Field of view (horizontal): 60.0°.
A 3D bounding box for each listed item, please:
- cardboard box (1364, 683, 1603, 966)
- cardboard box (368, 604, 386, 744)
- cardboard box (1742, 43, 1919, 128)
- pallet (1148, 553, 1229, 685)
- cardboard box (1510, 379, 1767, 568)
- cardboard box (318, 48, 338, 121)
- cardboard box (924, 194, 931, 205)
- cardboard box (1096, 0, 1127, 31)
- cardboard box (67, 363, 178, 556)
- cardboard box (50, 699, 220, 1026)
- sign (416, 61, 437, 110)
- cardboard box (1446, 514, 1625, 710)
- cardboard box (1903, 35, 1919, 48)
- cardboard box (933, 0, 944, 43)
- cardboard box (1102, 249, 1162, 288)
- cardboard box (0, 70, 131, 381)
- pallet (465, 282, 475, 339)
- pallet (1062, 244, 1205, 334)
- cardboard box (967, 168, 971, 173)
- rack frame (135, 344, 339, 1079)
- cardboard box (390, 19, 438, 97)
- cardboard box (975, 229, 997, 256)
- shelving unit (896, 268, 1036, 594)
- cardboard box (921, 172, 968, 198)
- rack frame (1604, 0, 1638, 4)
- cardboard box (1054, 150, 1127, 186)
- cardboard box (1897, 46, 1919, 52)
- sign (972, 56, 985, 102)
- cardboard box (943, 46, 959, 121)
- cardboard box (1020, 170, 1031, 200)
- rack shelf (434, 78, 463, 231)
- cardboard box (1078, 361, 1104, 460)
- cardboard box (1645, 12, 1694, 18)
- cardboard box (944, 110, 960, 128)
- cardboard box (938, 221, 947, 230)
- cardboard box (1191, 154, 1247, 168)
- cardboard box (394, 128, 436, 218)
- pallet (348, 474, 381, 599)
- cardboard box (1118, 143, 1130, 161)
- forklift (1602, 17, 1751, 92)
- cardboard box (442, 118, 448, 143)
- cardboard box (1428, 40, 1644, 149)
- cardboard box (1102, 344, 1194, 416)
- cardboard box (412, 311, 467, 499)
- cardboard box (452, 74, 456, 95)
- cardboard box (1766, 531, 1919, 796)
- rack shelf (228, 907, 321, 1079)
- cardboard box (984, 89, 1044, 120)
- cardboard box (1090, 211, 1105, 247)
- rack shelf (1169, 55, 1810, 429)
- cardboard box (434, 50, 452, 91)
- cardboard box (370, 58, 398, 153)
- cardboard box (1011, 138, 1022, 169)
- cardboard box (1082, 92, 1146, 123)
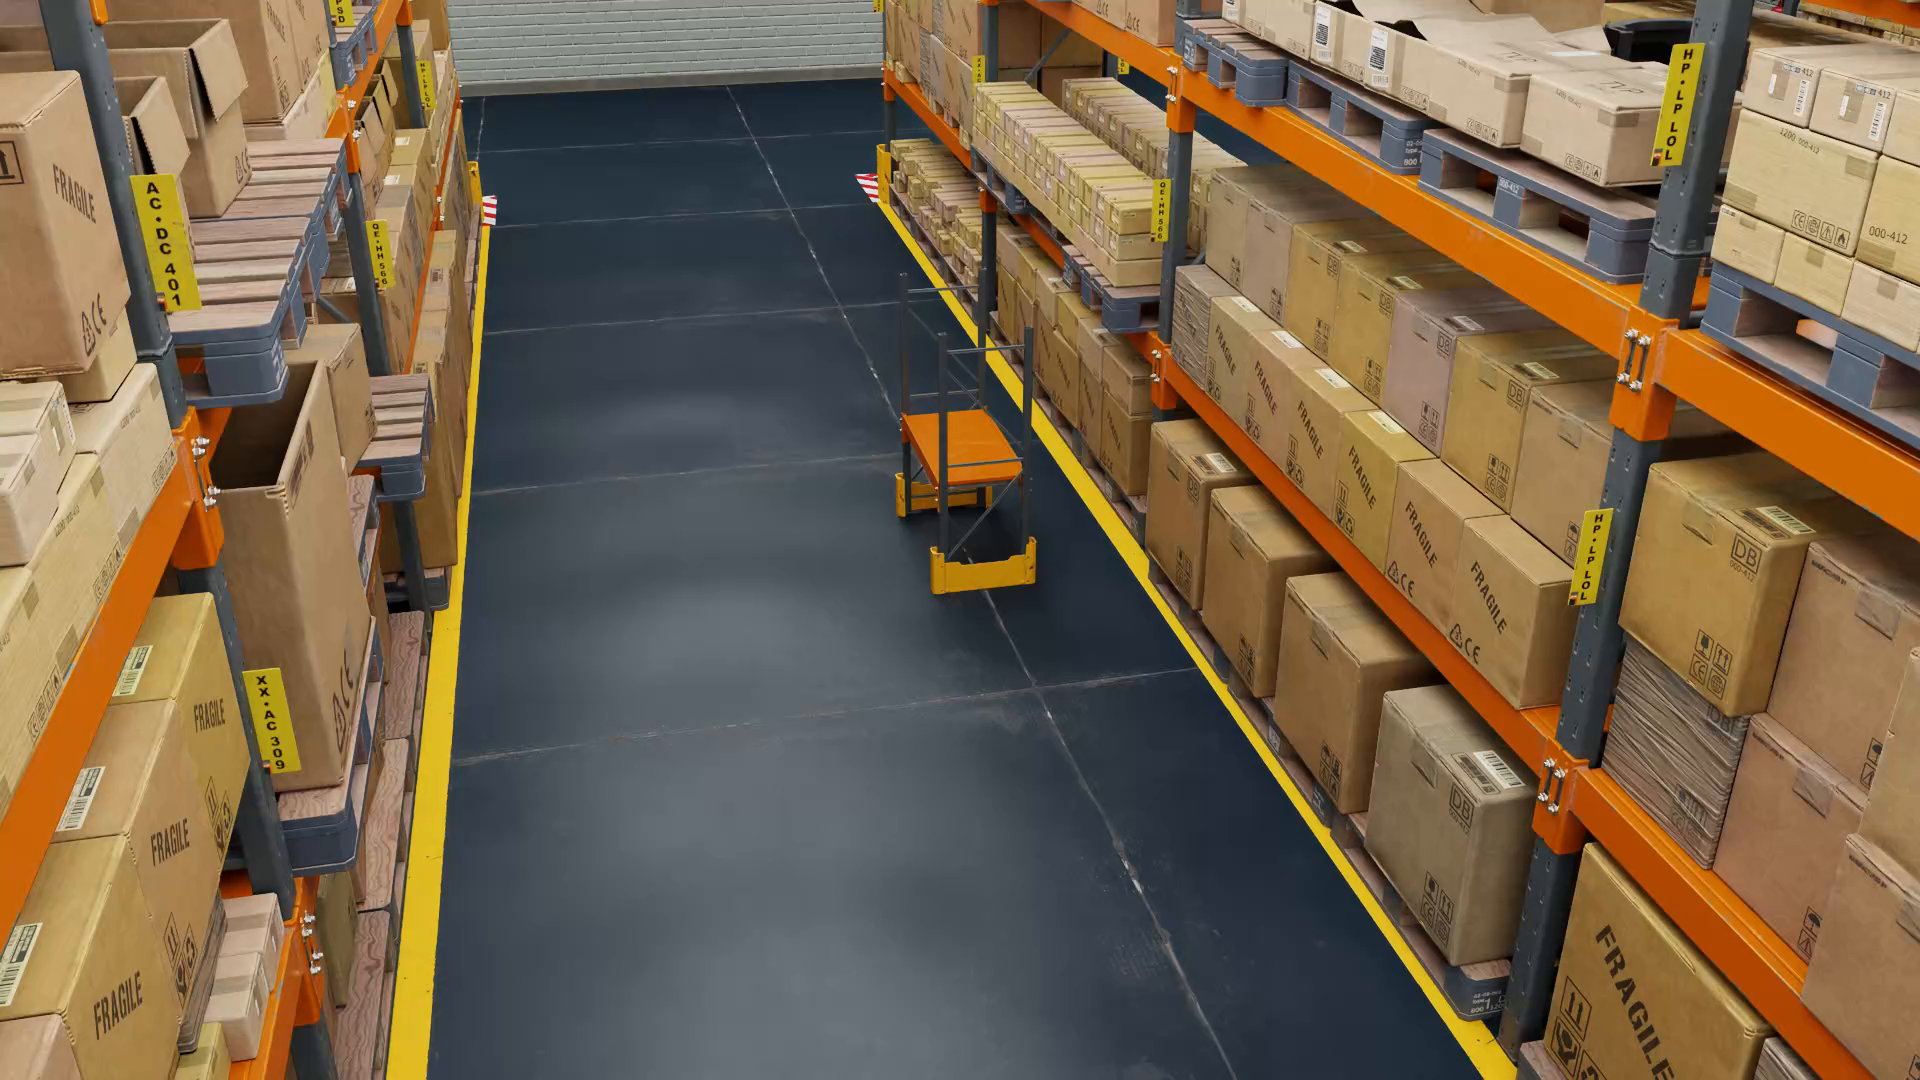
[{"bbox_3d":[2.241,1.030,6.411,1.050,0.750,0.750,-6,27,-12],"label":"cardboard box"},{"bbox_3d":[-2.980,0.634,7.451,0.700,0.500,0.500,-8,28,-16],"label":"cardboard box"},{"bbox_3d":[2.220,-1.144,4.176,0.380,0.149,0.250,-6,27,-11],"label":"cardboard box"},{"bbox_3d":[1.672,0.319,8.883,1.003,0.211,1.213,-6,27,-12],"label":"pallet"},{"bbox_3d":[2.351,-0.232,5.659,0.700,0.500,0.500,-6,27,-12],"label":"cardboard box"},{"bbox_3d":[-2.942,-1.908,7.039,0.500,0.250,0.500,-6,27,-11],"label":"cardboard box"},{"bbox_3d":[-0.115,-3.128,14.986,0.380,0.149,0.250,-7,28,-14],"label":"cardboard box"},{"bbox_3d":[1.066,-3.106,9.135,0.500,0.500,0.500,-6,27,-12],"label":"cardboard box"},{"bbox_3d":[-2.029,-0.163,3.581,0.500,0.250,0.500,-5,27,-10],"label":"cardboard box"},{"bbox_3d":[-1.903,0.701,3.481,0.500,0.500,0.500,-6,27,-12],"label":"cardboard box"},{"bbox_3d":[-3.663,-3.117,11.399,0.100,0.325,0.005,-6,27,-12],"label":"sign"},{"bbox_3d":[2.091,0.230,5.854,0.500,0.500,0.500,-6,27,-12],"label":"cardboard box"},{"bbox_3d":[9.527,-4.876,16.360,0.380,0.149,0.250,-5,27,-10],"label":"cardboard box"},{"bbox_3d":[0.073,-4.291,13.371,0.500,0.500,0.500,-5,27,-10],"label":"cardboard box"},{"bbox_3d":[1.008,-1.525,9.254,0.380,0.149,0.250,-5,27,-11],"label":"cardboard box"},{"bbox_3d":[-2.037,-0.632,3.348,0.500,0.500,0.500,-7,28,-13],"label":"cardboard box"},{"bbox_3d":[-4.284,-1.673,12.830,1.003,0.211,1.213,-6,27,-12],"label":"pallet"},{"bbox_3d":[1.303,-1.496,9.597,1.213,0.211,1.003,-6,27,-12],"label":"pallet"},{"bbox_3d":[0.280,-3.408,15.541,0.380,0.149,0.250,-7,28,-14],"label":"cardboard box"},{"bbox_3d":[-2.386,0.936,4.567,1.000,3.000,0.127,-6,27,-12],"label":"rack frame"},{"bbox_3d":[-4.273,-3.658,12.672,0.500,0.500,0.500,-7,28,-13],"label":"cardboard box"},{"bbox_3d":[0.332,-2.345,13.106,0.380,0.149,0.250,-5,27,-10],"label":"cardboard box"},{"bbox_3d":[0.017,-0.636,9.346,0.587,1.500,1.083,-6,27,-12],"label":"shelving unit"},{"bbox_3d":[-0.133,-3.131,14.663,0.380,0.149,0.250,-6,27,-11],"label":"cardboard box"},{"bbox_3d":[5.466,-3.582,13.518,1.000,3.000,0.127,-6,27,-12],"label":"rack frame"},{"bbox_3d":[0.784,-2.238,10.007,0.380,0.149,0.250,-6,27,-12],"label":"cardboard box"},{"bbox_3d":[6.272,-3.004,11.152,0.500,0.500,0.500,-5,27,-10],"label":"cardboard box"},{"bbox_3d":[0.139,-3.363,12.124,0.100,0.325,0.005,-6,27,-12],"label":"sign"},{"bbox_3d":[0.166,-3.624,13.161,0.500,0.500,0.500,-7,28,-13],"label":"cardboard box"},{"bbox_3d":[0.606,-2.318,10.827,0.380,0.149,0.250,-6,27,-13],"label":"cardboard box"},{"bbox_3d":[-4.640,-3.133,13.426,1.077,0.370,4.000,-6,27,-12],"label":"rack shelf"},{"bbox_3d":[1.051,-0.842,10.396,0.500,0.500,0.500,-5,27,-10],"label":"cardboard box"},{"bbox_3d":[5.427,-3.630,12.393,0.500,0.500,0.500,-6,27,-12],"label":"cardboard box"},{"bbox_3d":[0.083,-3.482,13.599,0.380,0.149,0.250,-7,28,-14],"label":"cardboard box"},{"bbox_3d":[0.019,-2.663,14.396,0.380,0.149,0.250,-5,27,-11],"label":"cardboard box"},{"bbox_3d":[1.479,-2.185,9.902,0.380,0.149,0.250,-7,28,-14],"label":"cardboard box"},{"bbox_3d":[-3.818,-2.443,11.150,0.500,0.500,0.500,-6,27,-11],"label":"cardboard box"},{"bbox_3d":[-2.802,0.130,6.375,1.003,0.211,1.213,-6,27,-12],"label":"pallet"},{"bbox_3d":[1.249,-2.510,10.877,0.380,0.149,0.250,-6,27,-11],"label":"cardboard box"},{"bbox_3d":[3.703,-1.091,8.658,1.130,2.935,3.031,-7,28,-14],"label":"forklift"},{"bbox_3d":[-4.224,-3.196,13.033,0.380,0.149,0.250,-6,27,-11],"label":"cardboard box"},{"bbox_3d":[1.976,-1.547,5.747,0.500,0.250,0.500,-6,27,-12],"label":"cardboard box"},{"bbox_3d":[1.158,-0.959,9.797,0.500,0.250,0.500,-7,28,-13],"label":"cardboard box"},{"bbox_3d":[-3.616,-0.756,9.811,1.225,0.875,0.875,-6,27,-11],"label":"cardboard box"},{"bbox_3d":[-4.629,-3.983,14.591,0.380,0.149,0.250,-6,27,-11],"label":"cardboard box"},{"bbox_3d":[2.756,0.323,4.417,0.875,0.550,0.550,-6,27,-12],"label":"cardboard box"},{"bbox_3d":[-1.936,2.135,2.989,1.077,0.370,4.000,-6,27,-12],"label":"rack shelf"},{"bbox_3d":[0.375,-3.035,11.586,0.380,0.149,0.250,-5,27,-10],"label":"cardboard box"},{"bbox_3d":[0.951,-1.775,9.421,0.380,0.149,0.250,-5,27,-10],"label":"cardboard box"},{"bbox_3d":[2.018,-1.419,6.702,1.077,0.370,4.000,-6,27,-12],"label":"rack shelf"},{"bbox_3d":[-4.609,-3.989,14.161,0.500,0.250,0.500,-6,27,-12],"label":"cardboard box"},{"bbox_3d":[-4.037,-2.789,10.722,0.797,0.503,0.637,-7,28,-13],"label":"cardboard box"},{"bbox_3d":[0.548,-2.565,10.985,0.380,0.149,0.250,-5,27,-10],"label":"cardboard box"},{"bbox_3d":[1.064,-2.988,11.494,0.380,0.149,0.250,-7,28,-13],"label":"cardboard box"}]
